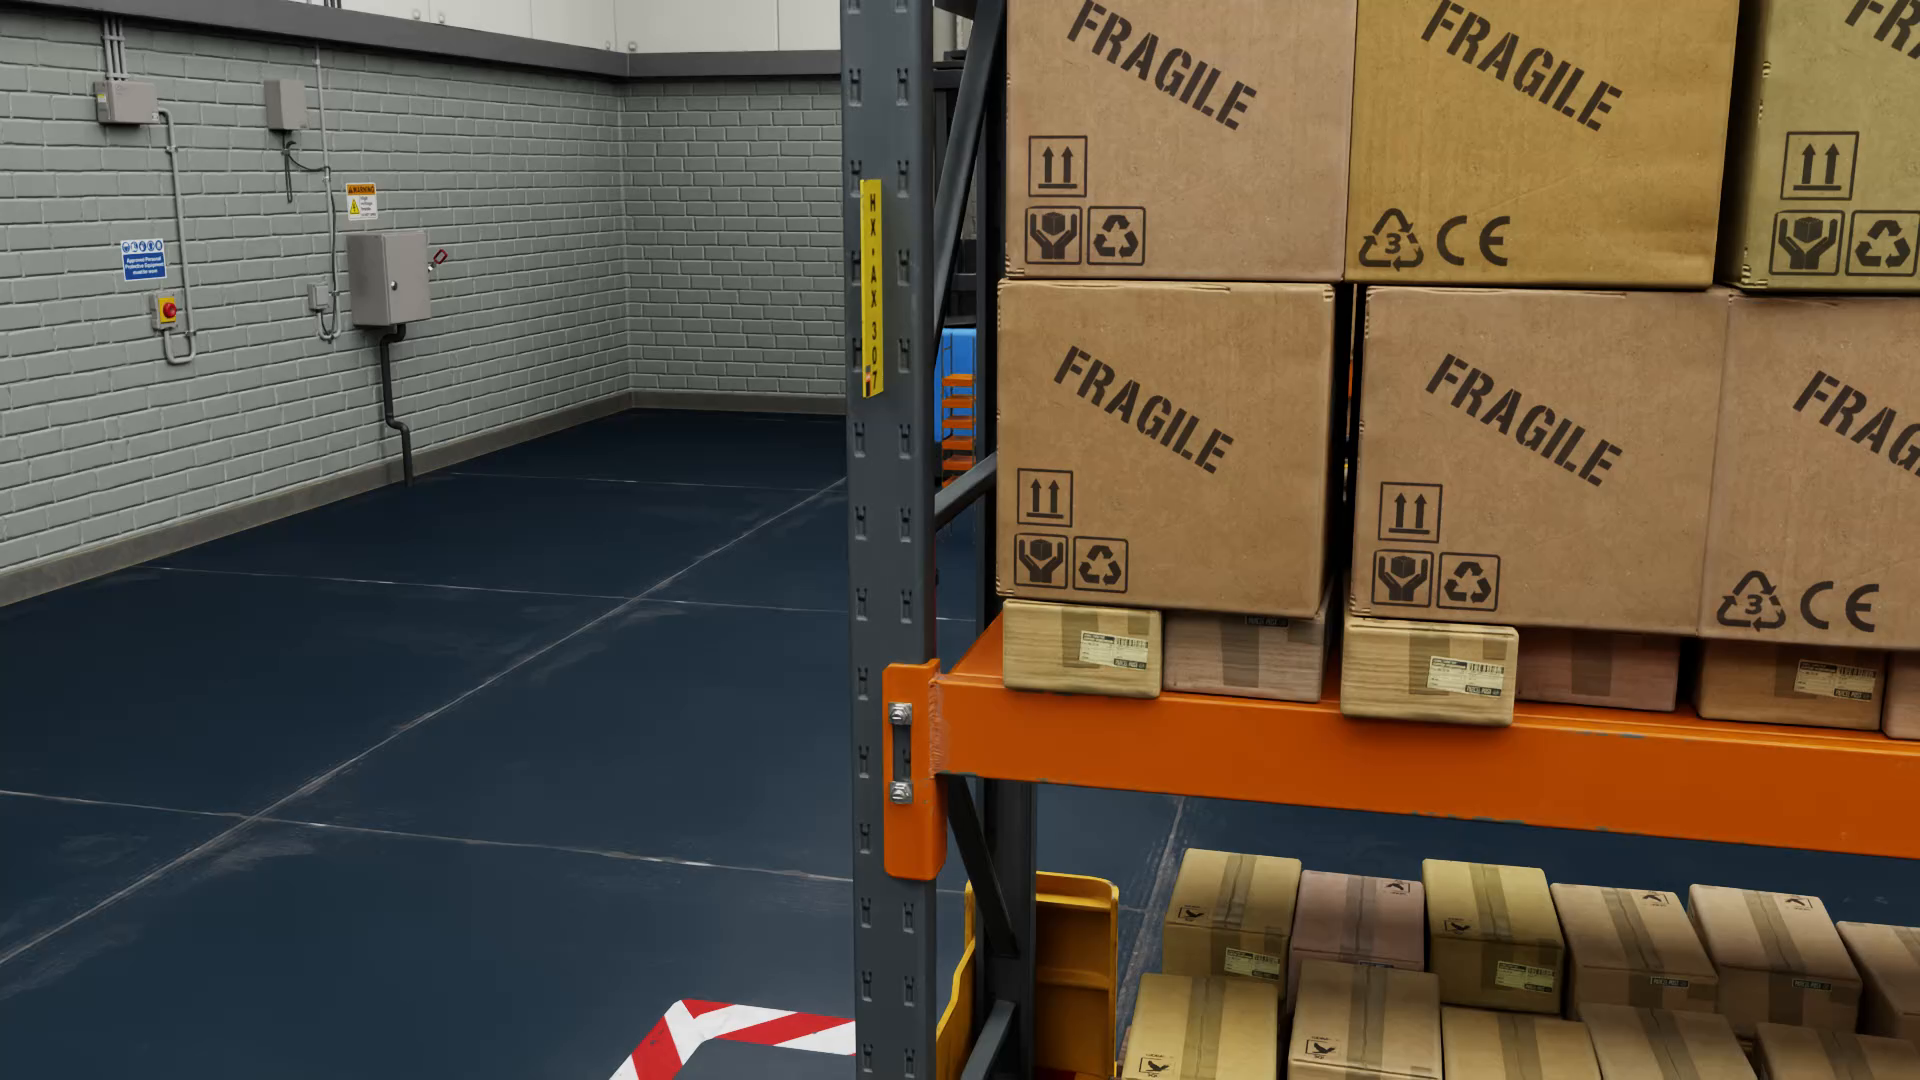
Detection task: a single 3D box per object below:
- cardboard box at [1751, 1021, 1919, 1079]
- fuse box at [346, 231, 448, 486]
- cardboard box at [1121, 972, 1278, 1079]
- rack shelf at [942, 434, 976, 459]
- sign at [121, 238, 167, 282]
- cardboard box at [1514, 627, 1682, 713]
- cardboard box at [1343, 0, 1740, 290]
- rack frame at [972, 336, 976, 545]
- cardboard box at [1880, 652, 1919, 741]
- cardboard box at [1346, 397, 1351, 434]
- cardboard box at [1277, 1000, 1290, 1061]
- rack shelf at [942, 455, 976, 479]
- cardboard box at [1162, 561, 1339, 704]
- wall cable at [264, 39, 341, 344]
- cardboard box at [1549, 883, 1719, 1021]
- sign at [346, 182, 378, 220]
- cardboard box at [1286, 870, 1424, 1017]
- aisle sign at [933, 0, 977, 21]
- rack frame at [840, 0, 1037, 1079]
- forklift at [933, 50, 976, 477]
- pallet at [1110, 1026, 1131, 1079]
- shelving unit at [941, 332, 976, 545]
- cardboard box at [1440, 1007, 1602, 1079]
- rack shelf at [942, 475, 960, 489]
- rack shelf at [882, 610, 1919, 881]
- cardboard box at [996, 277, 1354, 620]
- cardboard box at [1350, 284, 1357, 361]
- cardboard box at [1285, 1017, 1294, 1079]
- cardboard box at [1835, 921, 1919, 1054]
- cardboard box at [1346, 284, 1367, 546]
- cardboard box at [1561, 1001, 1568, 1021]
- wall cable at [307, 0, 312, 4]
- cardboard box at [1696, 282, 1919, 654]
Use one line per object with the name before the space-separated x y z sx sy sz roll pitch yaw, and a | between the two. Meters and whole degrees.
cardboard box | 1.462 0.960 2.721 0.250 0.149 0.380 4 13 16
fuse box | -3.751 -1.215 11.260 0.414 1.711 0.539 3 13 14
cardboard box | 0.424 0.919 2.905 0.250 0.149 0.380 2 13 11
rack shelf | 0.014 -0.542 9.610 0.180 0.103 0.258 3 13 14
sign | -4.467 -1.535 9.102 0.001 0.218 0.327 3 13 14
cardboard box | 1.022 0.147 2.727 0.250 0.149 0.380 4 13 16
cardboard box | 0.860 -0.654 2.531 0.500 0.500 0.500 3 13 15
rack frame | 0.103 -0.580 9.579 0.006 1.200 0.240 3 13 14
cardboard box | 1.513 0.185 2.556 0.250 0.149 0.380 3 13 12
cardboard box | 2.841 -1.101 12.564 0.637 0.503 0.797 3 13 11
cardboard box | 0.577 0.933 3.529 0.250 0.149 0.380 3 13 12
rack shelf | 0.014 -0.424 9.636 0.180 0.103 0.258 3 13 14
cardboard box | 0.489 0.137 2.771 0.250 0.149 0.380 4 13 16
wall cable | -4.067 -2.205 10.400 0.122 1.984 0.588 3 13 14
cardboard box | 1.319 0.833 3.292 0.250 0.149 0.380 3 13 11
sign | -3.965 -2.246 11.027 0.001 0.242 0.339 3 13 14
cardboard box | 0.801 0.820 3.353 0.250 0.149 0.380 3 13 15
aisle sign | -0.003 -1.412 3.171 0.004 0.787 0.394 3 13 14
rack frame | -0.004 -0.076 3.151 0.127 3.000 1.000 3 13 14
forklift | 0.309 -2.109 12.472 1.130 2.935 3.031 1 13 6
pallet | 0.850 1.339 3.212 1.213 0.211 1.003 3 13 14
shelving unit | 0.014 -0.585 9.600 0.189 1.200 0.258 3 13 14
cardboard box | 0.934 0.948 2.774 0.250 0.149 0.380 3 13 13
rack shelf | 0.014 -0.307 9.662 0.180 0.103 0.258 3 13 14
rack shelf | 1.938 0.379 2.761 4.000 0.370 1.077 3 13 14
cardboard box | 0.366 -0.189 2.741 0.500 0.500 0.500 4 13 16
cardboard box | 1.979 -1.065 7.379 0.500 0.500 0.500 3 13 13
cardboard box | 0.831 1.086 3.525 0.250 0.149 0.380 3 13 15
cardboard box | 1.823 0.872 3.115 0.250 0.149 0.380 3 13 12
cardboard box | 0.993 -0.273 3.121 0.500 0.500 0.500 3 13 13
cardboard box | 1.318 0.995 3.249 0.250 0.149 0.380 3 13 13
wall cable | -4.323 -4.445 8.992 0.029 3.000 2.355 3 13 14
cardboard box | 1.364 -0.138 2.514 0.500 0.500 0.500 3 13 14
